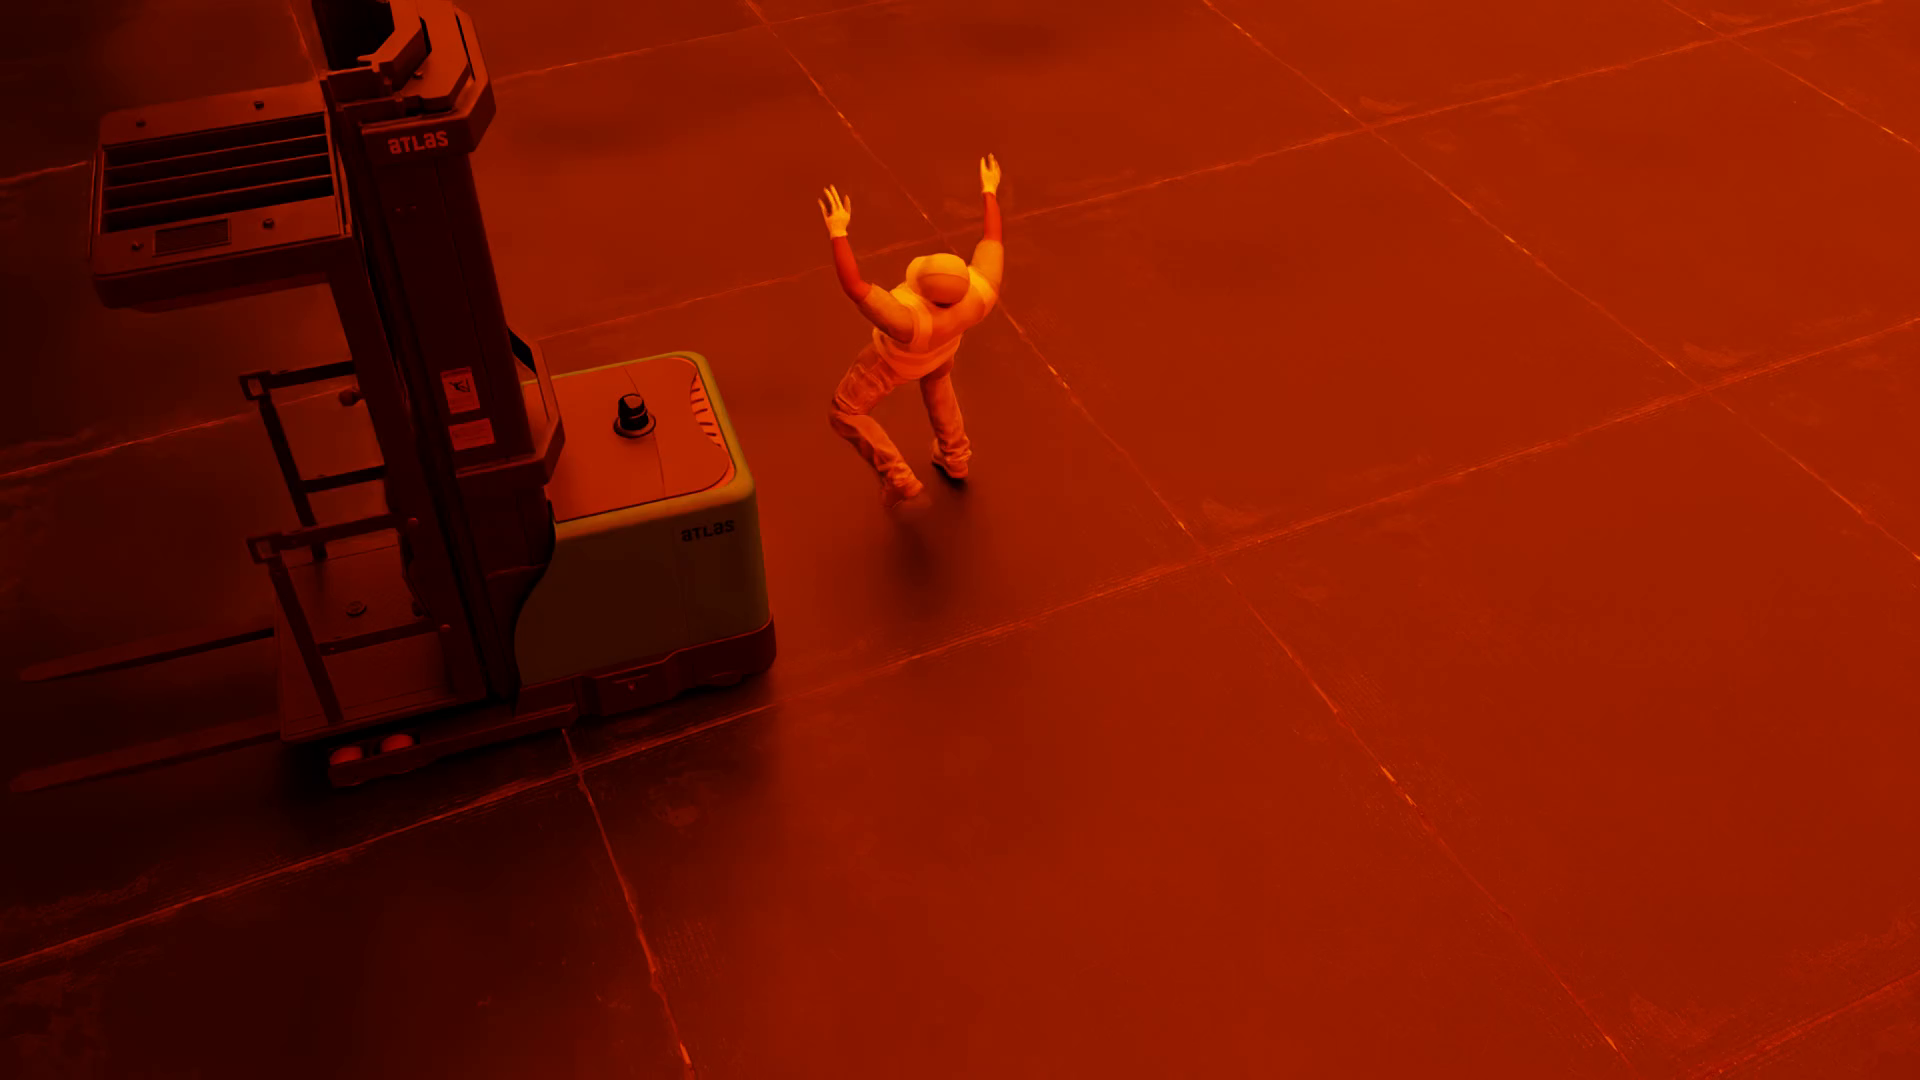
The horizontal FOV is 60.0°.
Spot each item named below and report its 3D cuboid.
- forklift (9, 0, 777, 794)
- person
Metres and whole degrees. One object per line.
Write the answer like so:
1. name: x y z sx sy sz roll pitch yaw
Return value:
1. forklift: -2.367 -0.481 6.195 3.031 2.935 1.130 -13 45 -14
2. person: -0.057 -0.949 7.609 1.077 1.649 0.690 -34 53 -31
